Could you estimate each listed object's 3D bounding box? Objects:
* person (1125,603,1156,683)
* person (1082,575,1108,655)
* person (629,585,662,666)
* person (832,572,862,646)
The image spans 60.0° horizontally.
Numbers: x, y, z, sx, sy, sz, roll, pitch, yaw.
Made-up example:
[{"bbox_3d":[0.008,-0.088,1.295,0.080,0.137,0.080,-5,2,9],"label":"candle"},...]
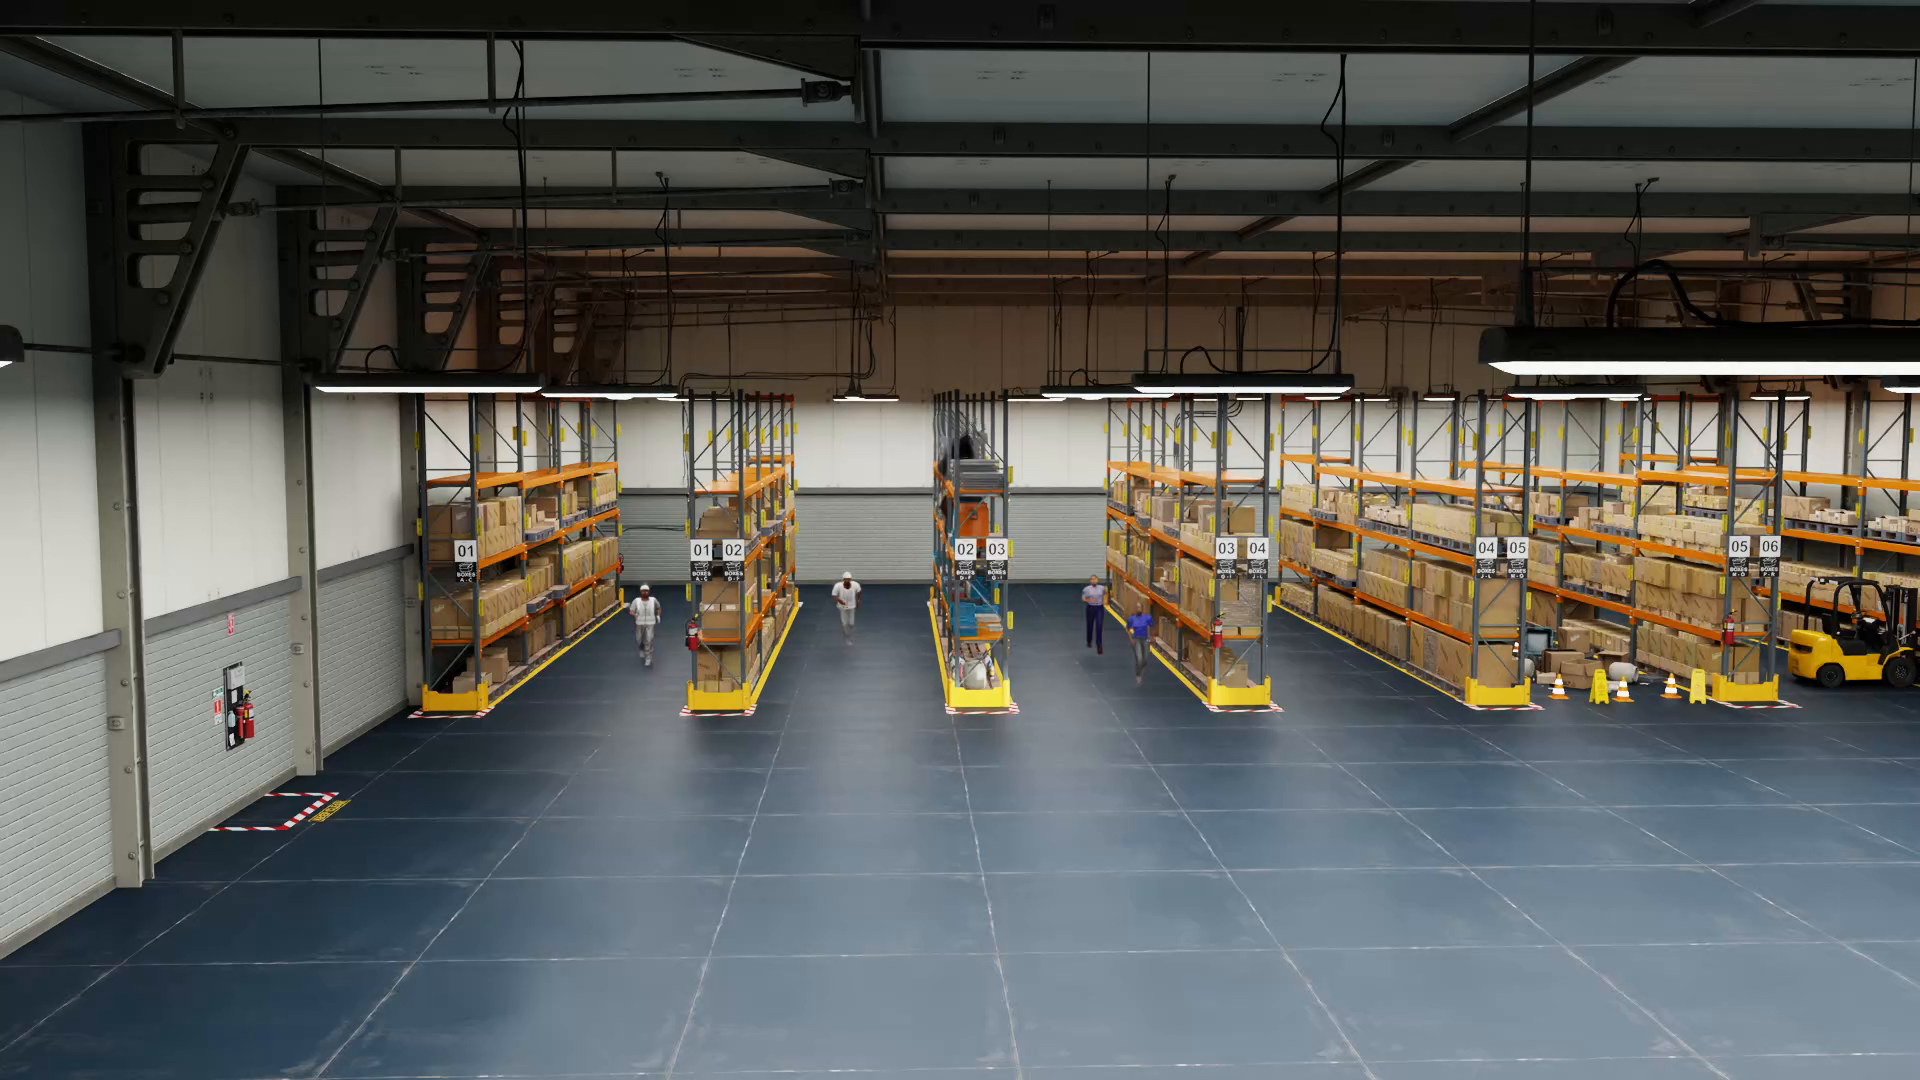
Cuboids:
[{"bbox_3d":[3.565,2.011,32.848,0.597,1.580,0.620,0,5,6],"label":"person"},{"bbox_3d":[3.005,1.634,36.951,0.607,1.729,0.770,0,5,0],"label":"person"},{"bbox_3d":[-6.912,1.864,36.566,0.701,1.759,0.892,-1,5,-9],"label":"person"},{"bbox_3d":[-2.552,1.547,37.549,0.690,1.680,0.737,-1,5,-7],"label":"person"}]
